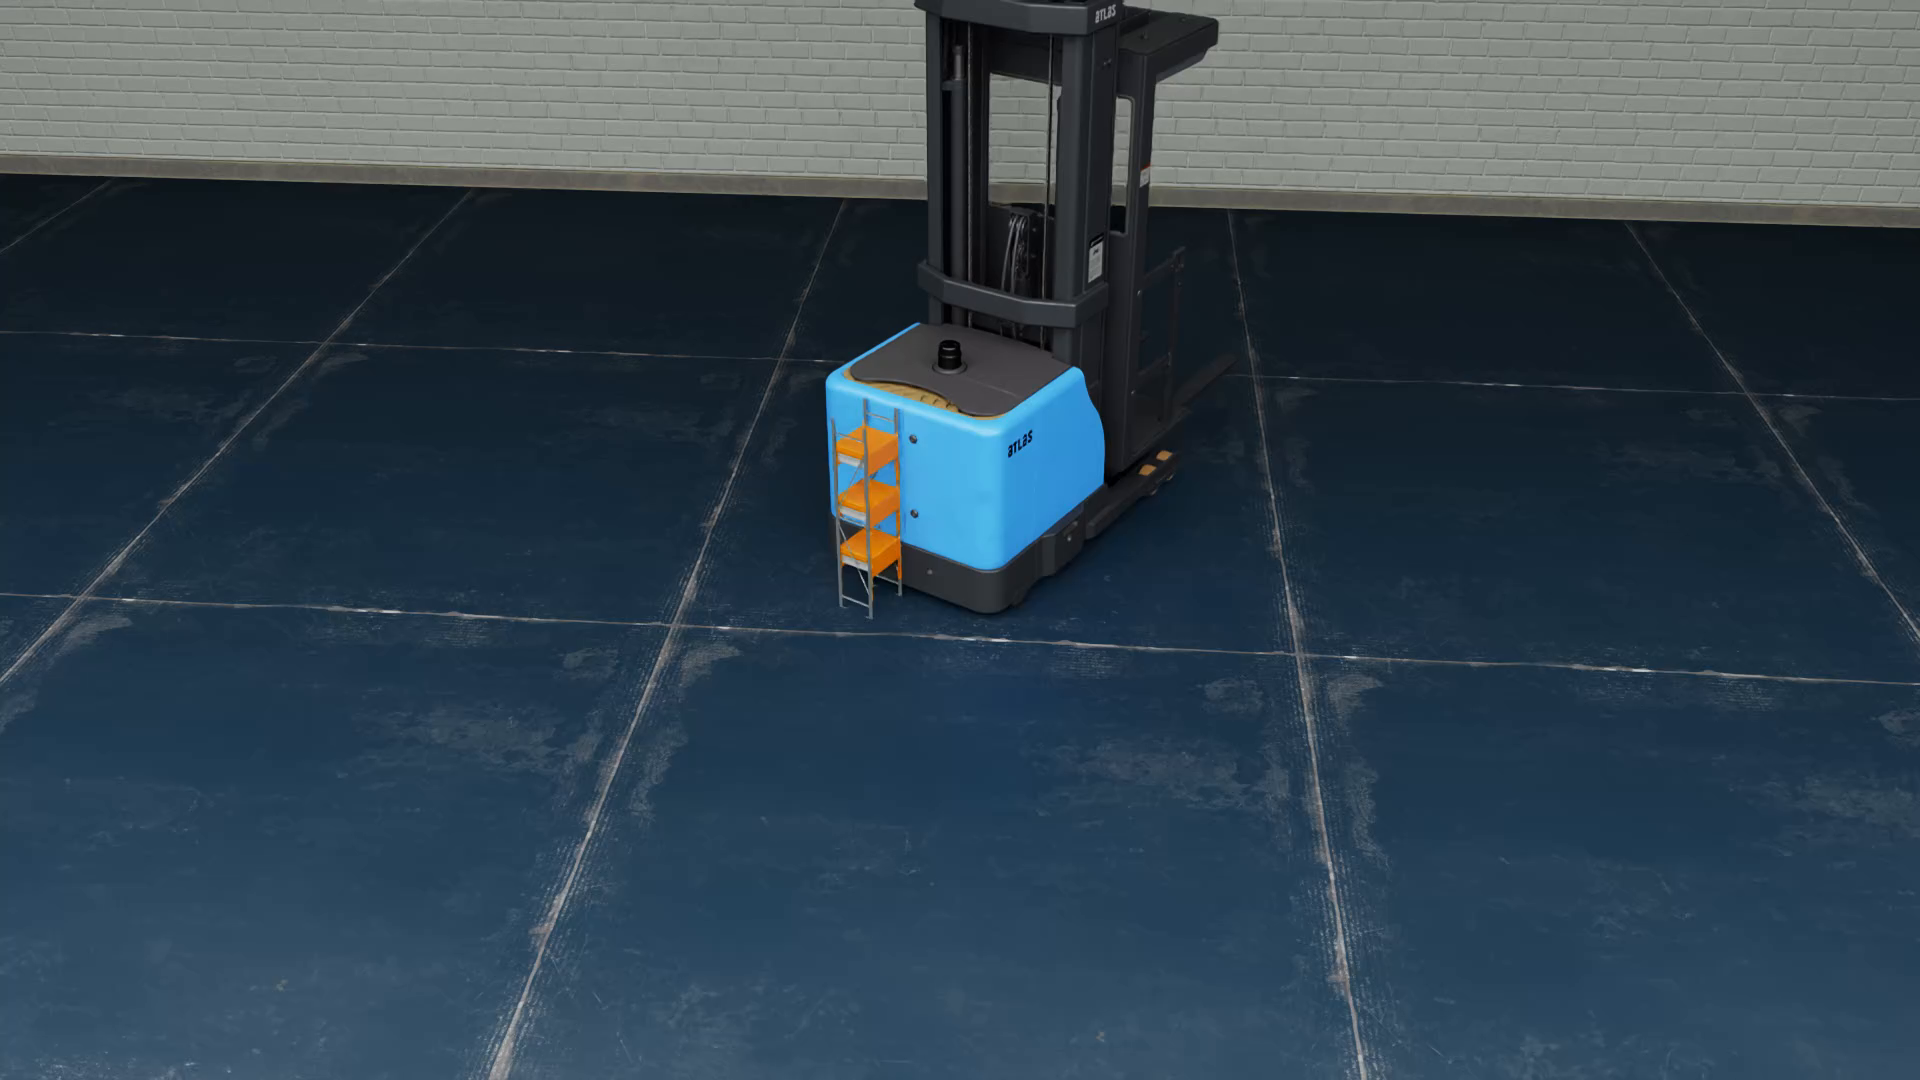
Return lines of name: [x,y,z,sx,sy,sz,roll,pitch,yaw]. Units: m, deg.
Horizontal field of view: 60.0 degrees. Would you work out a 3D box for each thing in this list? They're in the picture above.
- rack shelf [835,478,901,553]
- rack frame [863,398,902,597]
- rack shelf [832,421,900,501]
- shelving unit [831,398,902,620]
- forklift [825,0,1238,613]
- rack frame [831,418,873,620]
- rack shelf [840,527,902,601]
rack shelf: [-0.441,-0.131,7.982,0.215,0.259,0.240,19,37,28]
rack frame: [-0.373,-0.193,8.063,0.200,1.050,0.008,19,37,28]
rack shelf: [-0.441,-0.373,7.833,0.215,0.259,0.240,19,37,28]
shelving unit: [-0.441,-0.140,7.976,0.215,1.050,0.252,19,37,28]
forklift: [0.575,-1.622,8.589,1.130,2.935,3.031,19,37,28]
rack frame: [-0.510,-0.087,7.890,0.200,1.050,0.008,19,37,28]
rack shelf: [-0.441,0.106,8.128,0.215,0.259,0.240,19,37,28]
